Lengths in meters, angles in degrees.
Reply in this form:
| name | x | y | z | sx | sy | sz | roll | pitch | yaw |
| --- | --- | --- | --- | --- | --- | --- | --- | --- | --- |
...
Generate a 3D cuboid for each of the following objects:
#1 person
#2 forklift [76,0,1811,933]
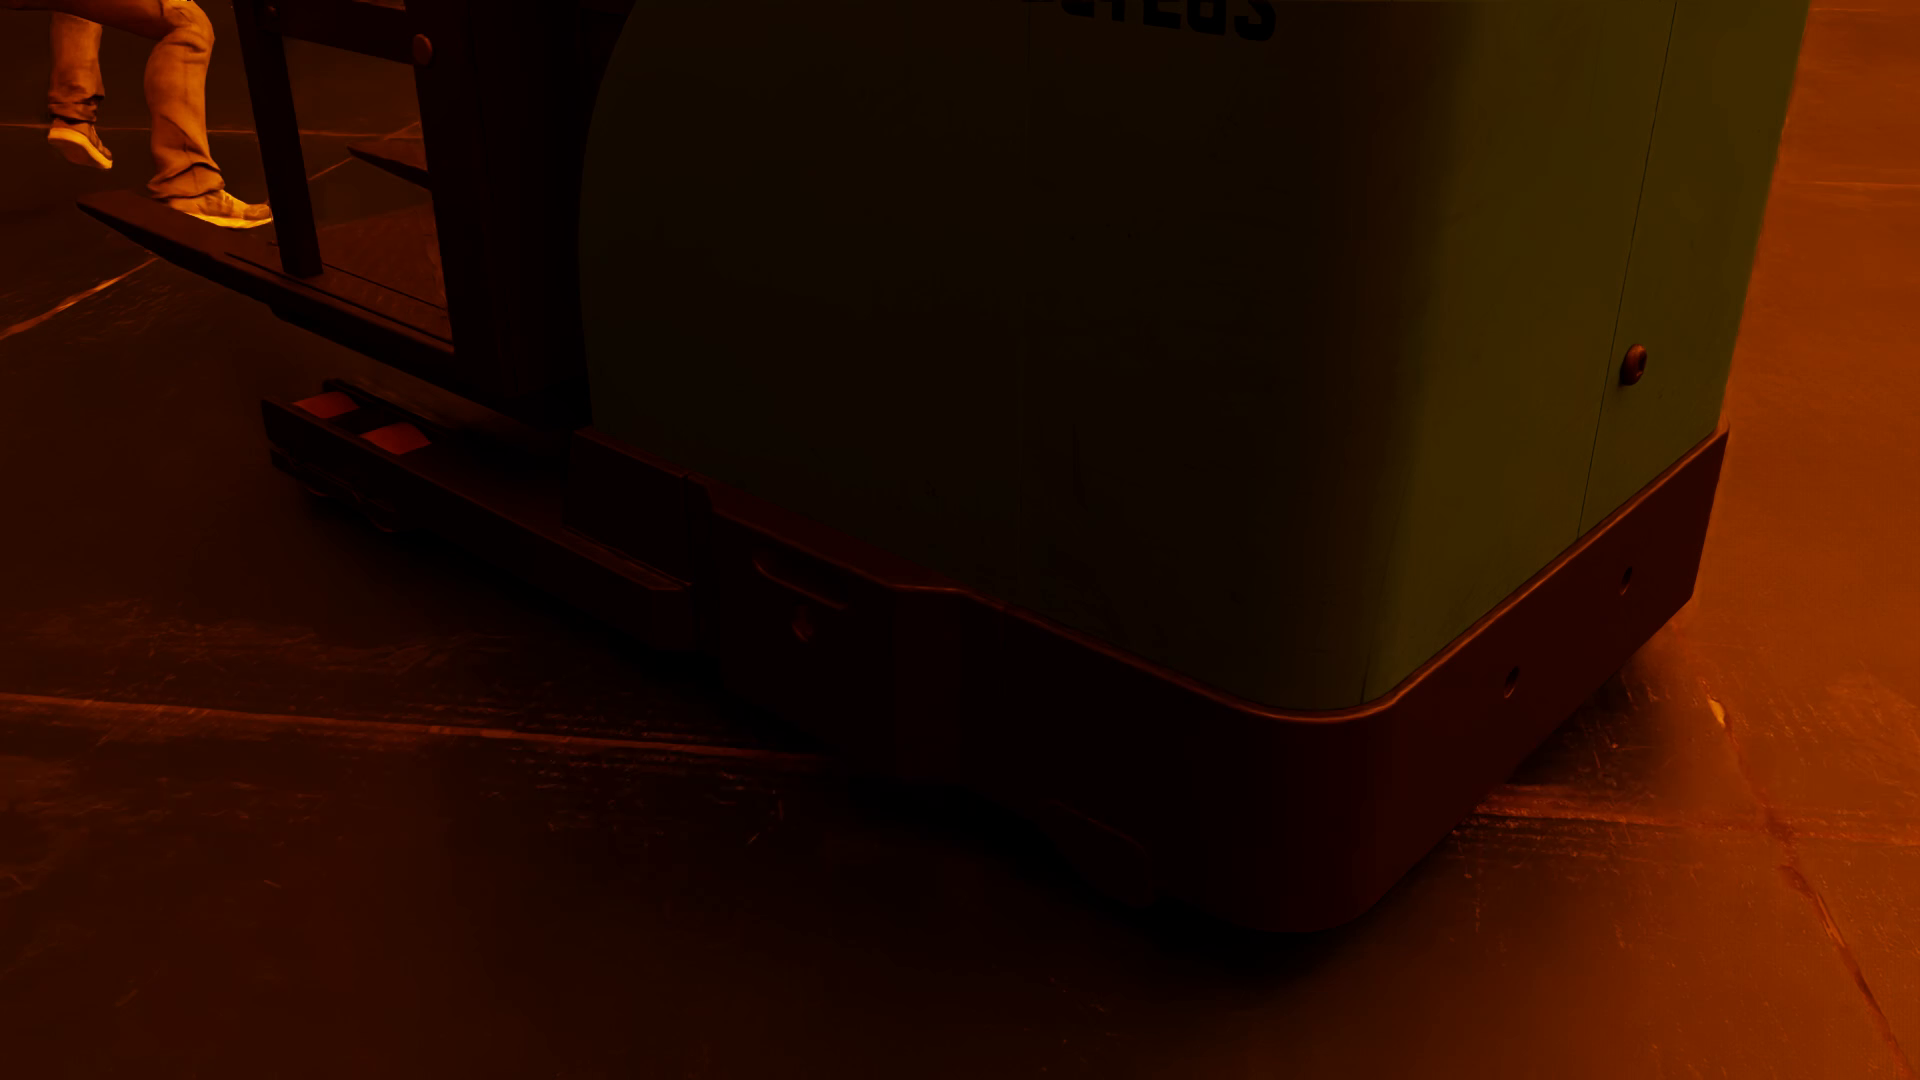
| name | x | y | z | sx | sy | sz | roll | pitch | yaw |
| --- | --- | --- | --- | --- | --- | --- | --- | --- | --- |
| person | -2.049 | -1.447 | 3.889 | 0.782 | 1.399 | 0.678 | 20 | 33 | 35 |
| forklift | -0.458 | -1.476 | 2.175 | 3.031 | 2.935 | 1.130 | 22 | 34 | 36 |
